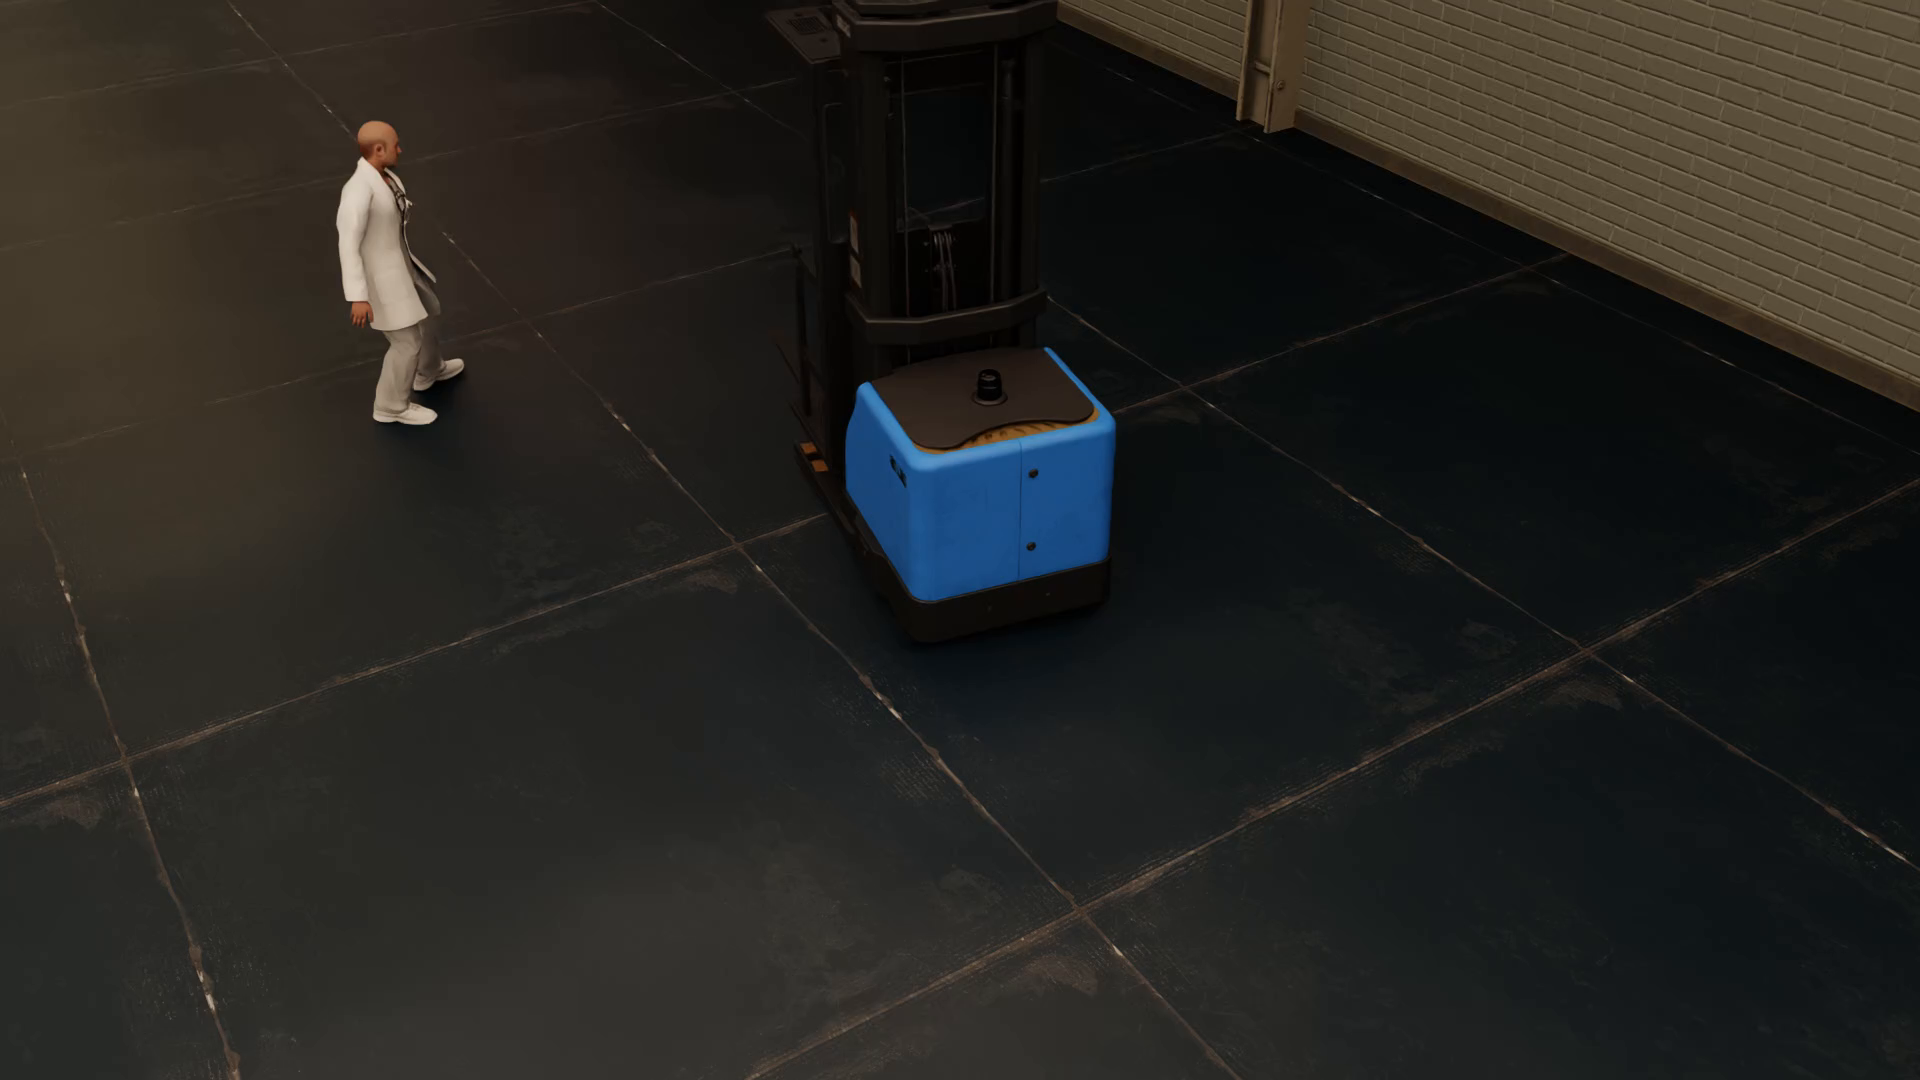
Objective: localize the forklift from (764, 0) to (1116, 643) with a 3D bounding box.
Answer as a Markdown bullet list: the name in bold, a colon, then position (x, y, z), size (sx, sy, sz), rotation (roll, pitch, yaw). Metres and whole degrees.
- **forklift**: position (-0.275, -1.554, 8.359), size (1.130, 2.935, 3.031), rotation (-13, 37, -18)

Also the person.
- **person**: position (-3.202, -1.497, 9.323), size (0.448, 1.748, 0.914), rotation (-2, 35, -3)
